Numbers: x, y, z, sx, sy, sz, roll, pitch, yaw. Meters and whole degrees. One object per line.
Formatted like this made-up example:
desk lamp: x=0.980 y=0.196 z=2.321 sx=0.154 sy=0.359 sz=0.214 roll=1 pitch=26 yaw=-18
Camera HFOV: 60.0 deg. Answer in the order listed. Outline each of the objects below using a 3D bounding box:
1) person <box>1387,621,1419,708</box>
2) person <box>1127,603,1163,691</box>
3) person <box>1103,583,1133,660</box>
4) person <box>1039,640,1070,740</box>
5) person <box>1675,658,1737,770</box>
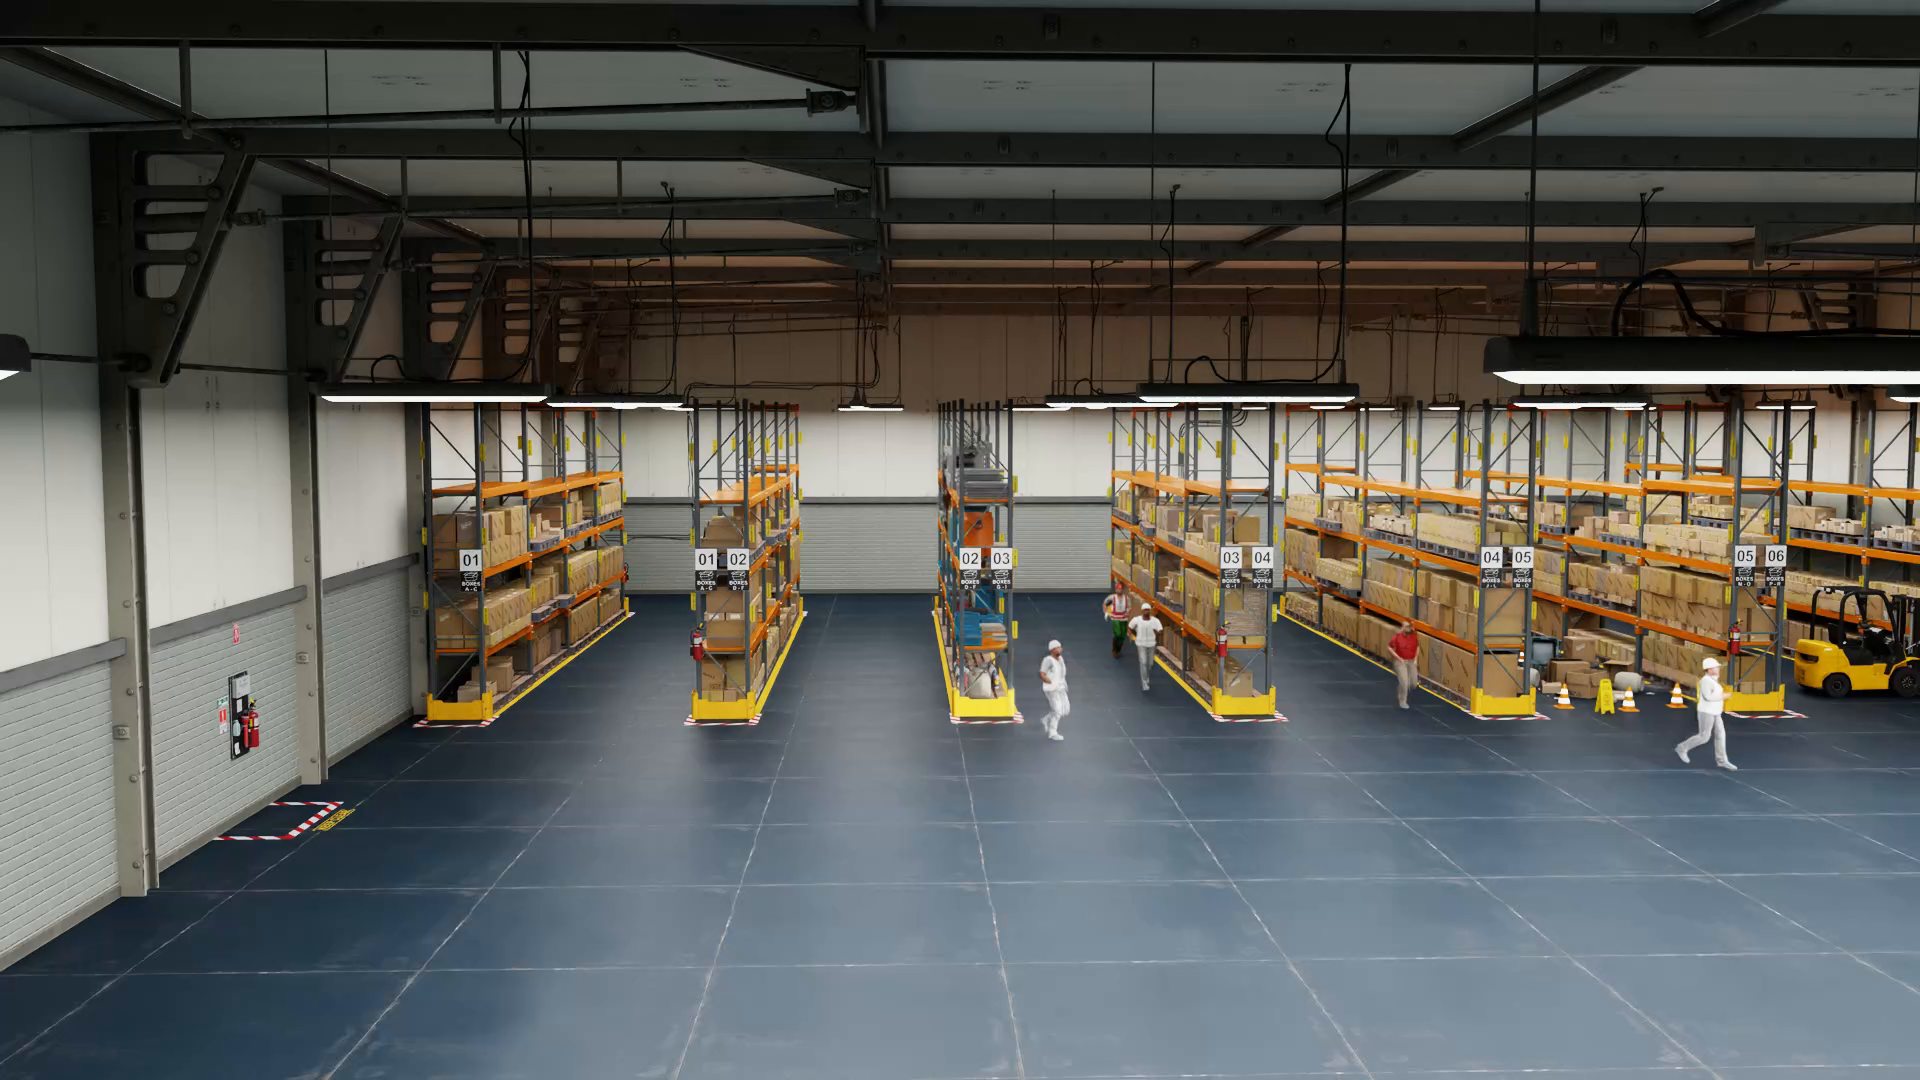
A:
person: x=8.674 y=2.426 z=32.485 sx=0.672 sy=1.682 sz=0.617 roll=-1 pitch=4 yaw=-12
person: x=3.867 y=2.189 z=34.554 sx=0.700 sy=1.754 sz=0.989 roll=0 pitch=4 yaw=-6
person: x=3.709 y=1.892 z=38.682 sx=0.641 sy=1.785 sz=0.702 roll=-1 pitch=4 yaw=-14
person: x=1.637 y=2.629 z=29.251 sx=0.593 sy=1.744 sz=0.701 roll=3 pitch=5 yaw=34
person: x=12.054 y=2.778 z=26.805 sx=0.931 sy=1.766 sz=0.676 roll=3 pitch=6 yaw=38
